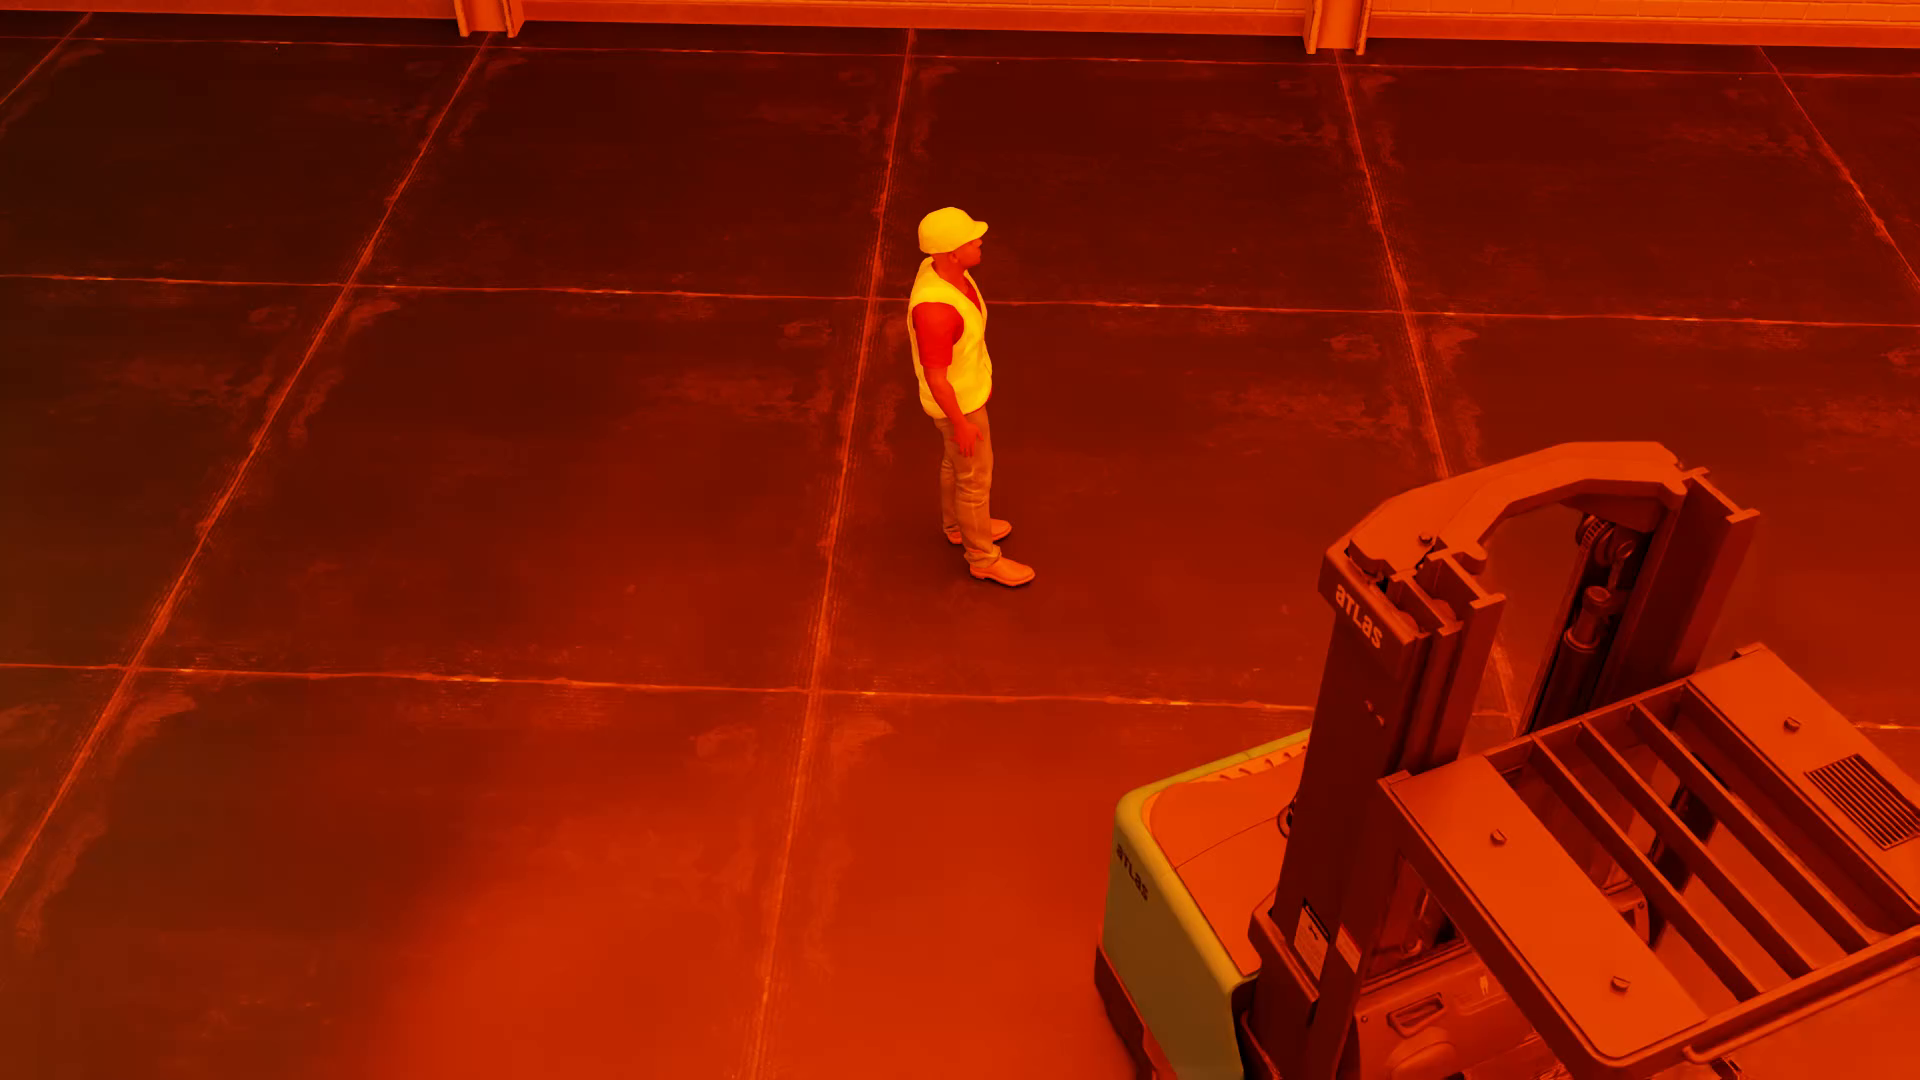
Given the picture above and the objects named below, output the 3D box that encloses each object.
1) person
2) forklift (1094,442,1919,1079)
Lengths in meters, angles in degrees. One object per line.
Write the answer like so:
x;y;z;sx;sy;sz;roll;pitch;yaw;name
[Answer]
0.070;-0.652;7.309;0.575;1.768;0.665;2;42;2;person
1.533;1.330;4.285;1.130;2.935;3.031;-16;45;-17;forklift
